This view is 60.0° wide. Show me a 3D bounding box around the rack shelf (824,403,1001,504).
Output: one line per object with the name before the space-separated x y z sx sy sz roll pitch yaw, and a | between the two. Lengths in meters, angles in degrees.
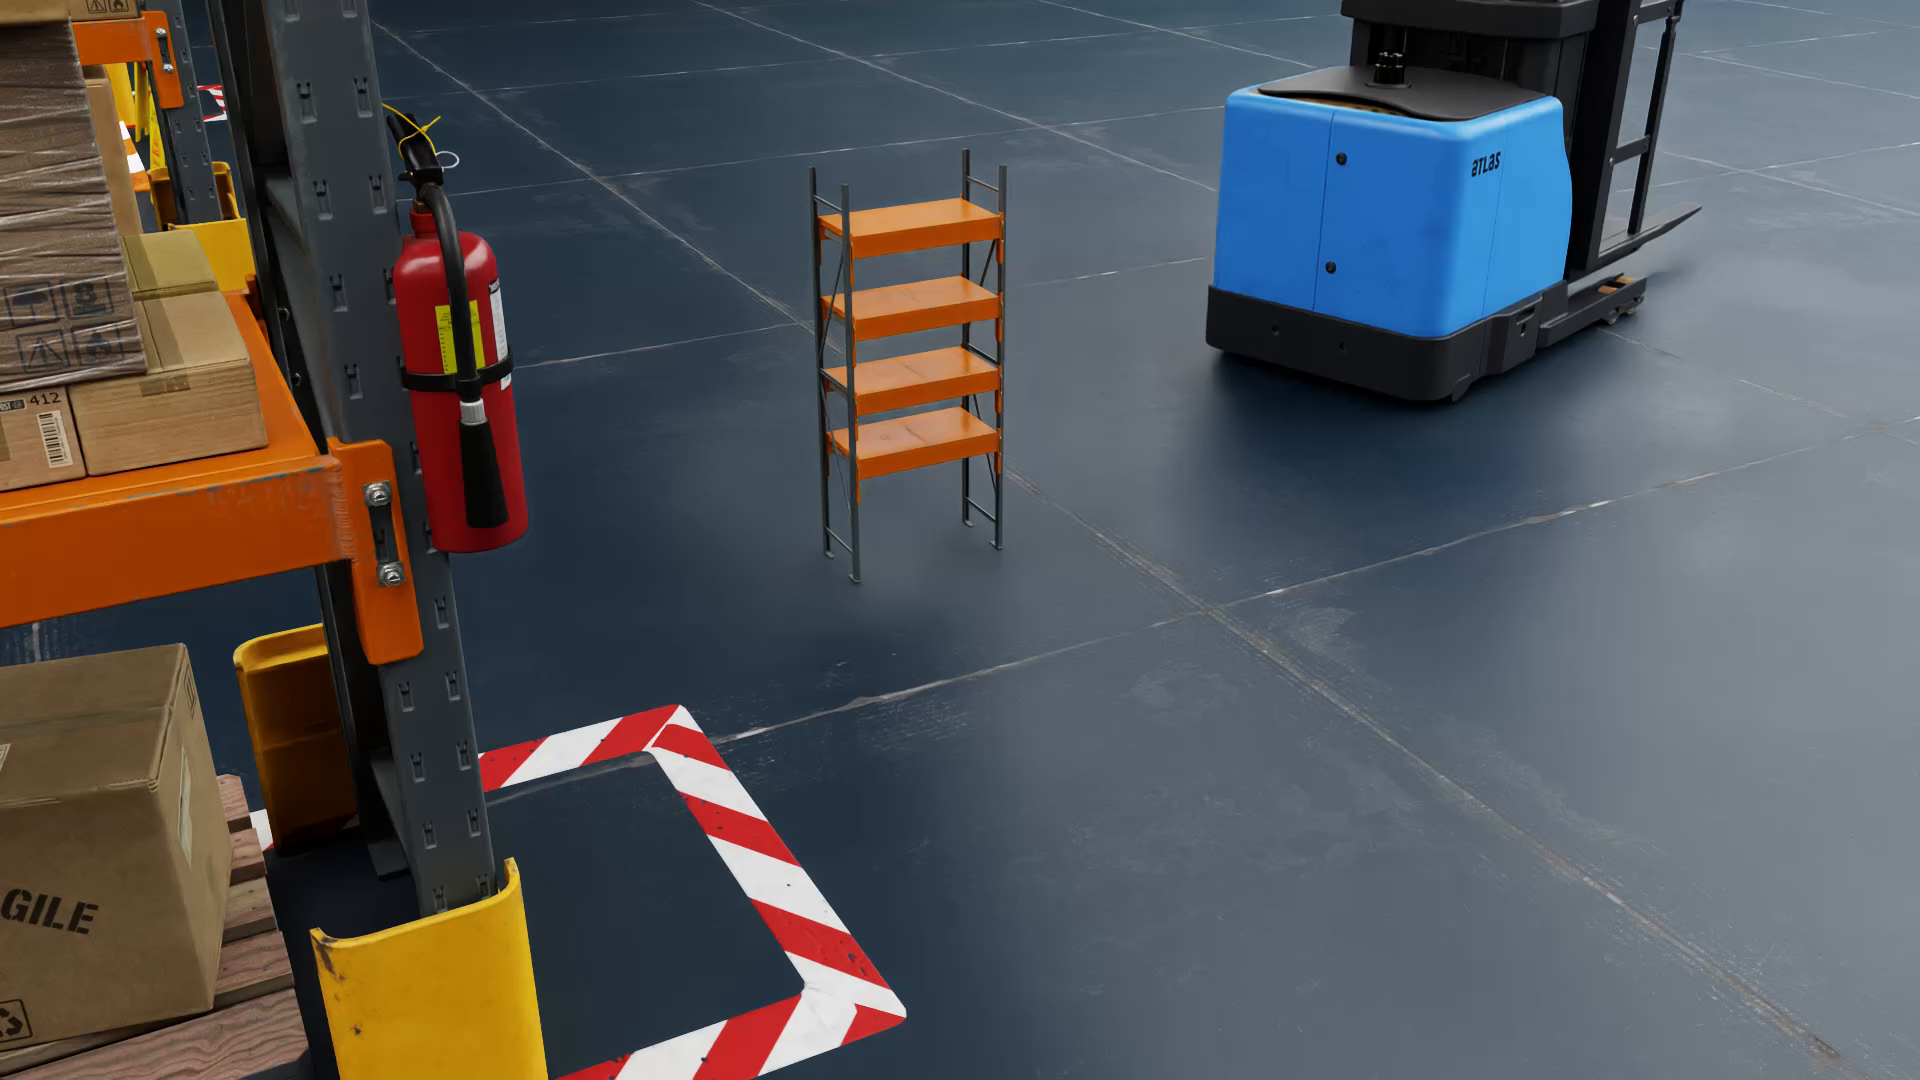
rack shelf | -0.146 -0.268 5.035 0.480 0.148 0.258 -13 29 -25

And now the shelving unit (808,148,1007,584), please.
shelving unit | -0.146 -0.507 4.920 0.503 1.200 0.258 -13 29 -25

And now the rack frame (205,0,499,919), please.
rack frame | -1.098 -0.504 2.833 0.127 3.000 1.000 -13 29 -25

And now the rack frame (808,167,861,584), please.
rack frame | -0.361 -0.457 4.817 0.015 1.200 0.240 -13 29 -25

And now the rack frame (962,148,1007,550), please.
rack frame | 0.069 -0.557 5.024 0.015 1.200 0.240 -13 29 -25

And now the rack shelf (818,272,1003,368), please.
rack shelf | -0.146 -0.648 4.852 0.480 0.148 0.258 -13 29 -25

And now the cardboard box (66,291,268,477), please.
cardboard box | -1.252 -0.253 2.602 0.250 0.149 0.380 -13 29 -25

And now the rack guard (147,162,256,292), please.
rack guard | -3.322 -1.296 7.373 0.348 0.500 1.175 -13 29 -25

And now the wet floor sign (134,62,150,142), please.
wet floor sign | -5.090 -2.857 10.455 0.232 0.644 0.267 -4 26 -7

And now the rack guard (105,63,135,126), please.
rack guard | -5.828 -3.146 11.225 0.348 0.500 1.175 -13 29 -25

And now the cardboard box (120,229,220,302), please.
cardboard box | -1.462 -0.423 2.956 0.250 0.149 0.380 -13 29 -25

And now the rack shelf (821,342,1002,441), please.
rack shelf | -0.146 -0.447 4.949 0.480 0.148 0.258 -13 29 -25

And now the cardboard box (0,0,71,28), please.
cardboard box | -1.467 -0.927 2.101 0.500 0.500 0.500 -13 29 -25

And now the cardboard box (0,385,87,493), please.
cardboard box | -1.473 -0.203 2.497 0.250 0.149 0.380 -13 29 -25

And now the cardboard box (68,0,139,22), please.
cardboard box | -3.649 -2.393 6.595 0.550 0.550 0.875 -13 29 -25

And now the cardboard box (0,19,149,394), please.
cardboard box | -1.596 -0.581 2.536 0.500 0.500 0.875 -13 29 -25

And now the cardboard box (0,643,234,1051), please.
cardboard box | -1.657 0.555 3.032 0.500 0.500 0.500 -8 27 -16

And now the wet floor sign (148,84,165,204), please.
wet floor sign | -4.249 -2.119 8.918 0.232 0.644 0.267 -19 31 -34

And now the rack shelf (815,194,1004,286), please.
rack shelf | -0.146 -0.861 4.750 0.480 0.148 0.258 -13 29 -25

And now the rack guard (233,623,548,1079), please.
rack guard | -1.165 0.639 3.342 0.348 0.500 1.175 -13 29 -25

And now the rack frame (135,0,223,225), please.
rack frame | -3.343 -2.418 6.821 0.127 3.000 1.000 -13 29 -25

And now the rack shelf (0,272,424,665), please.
rack shelf | -2.863 0.228 2.140 4.000 0.370 1.077 -13 29 -25

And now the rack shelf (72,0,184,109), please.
rack shelf | -5.107 -1.687 6.129 4.000 0.370 1.077 -13 29 -25

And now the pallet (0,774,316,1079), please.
pallet | -1.898 0.921 3.088 1.213 0.211 1.003 -13 29 -25

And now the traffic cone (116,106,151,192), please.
traffic cone | -4.711 -2.210 9.318 0.334 0.463 0.336 -13 29 -25

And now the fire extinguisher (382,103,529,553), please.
fire extinguisher | -0.780 -0.316 2.532 0.183 0.674 0.296 -13 29 -25

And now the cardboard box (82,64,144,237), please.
cardboard box | -3.910 -1.486 6.850 0.875 0.875 0.875 -13 28 -25

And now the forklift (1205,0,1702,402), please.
forklift | 2.369 -2.385 6.831 1.130 2.935 3.031 22 33 38
